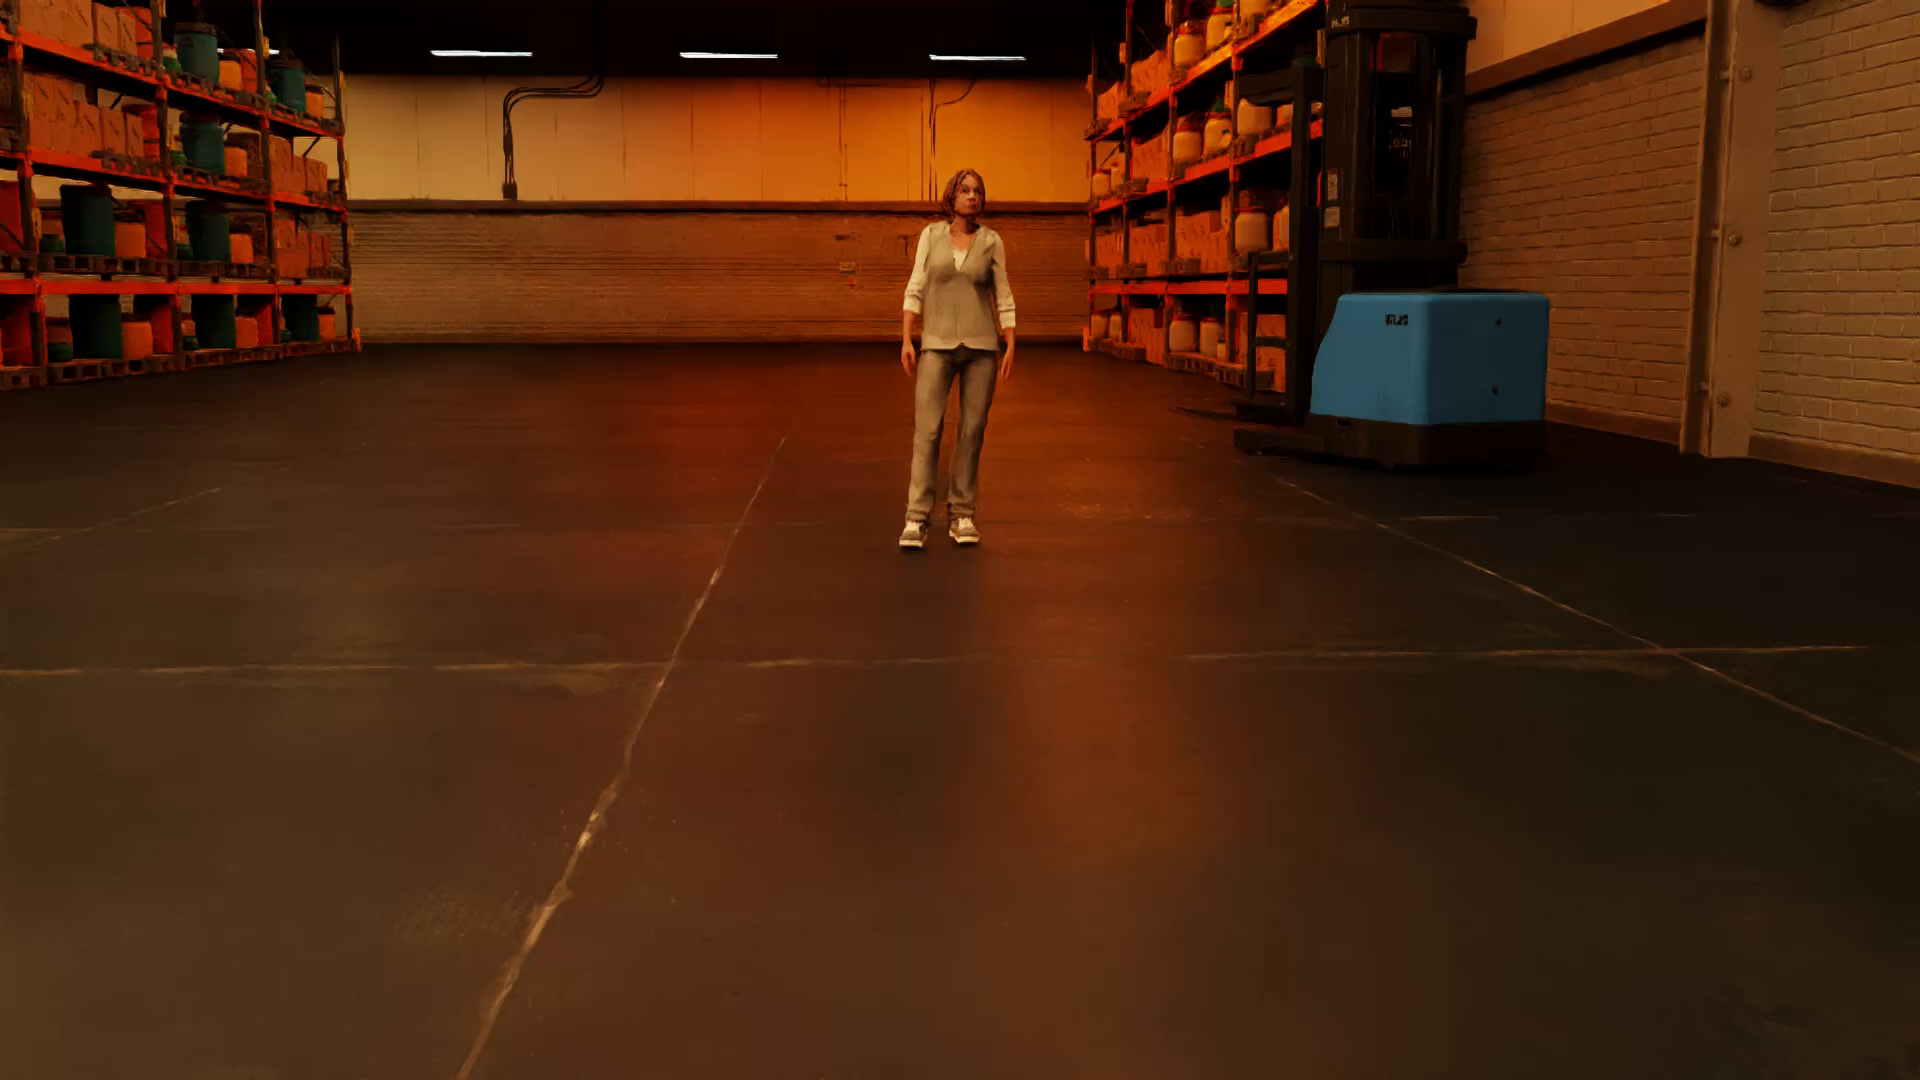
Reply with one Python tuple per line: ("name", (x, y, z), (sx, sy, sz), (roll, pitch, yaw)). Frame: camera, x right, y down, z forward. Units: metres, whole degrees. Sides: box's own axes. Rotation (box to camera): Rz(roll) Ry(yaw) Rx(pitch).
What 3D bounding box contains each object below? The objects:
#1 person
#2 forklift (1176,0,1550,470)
("person", (-0.009, -0.786, 7.118), (0.521, 1.597, 0.474), (-1, 8, -4))
("forklift", (2.539, -2.049, 11.132), (1.130, 2.935, 3.031), (-4, 9, -23))
